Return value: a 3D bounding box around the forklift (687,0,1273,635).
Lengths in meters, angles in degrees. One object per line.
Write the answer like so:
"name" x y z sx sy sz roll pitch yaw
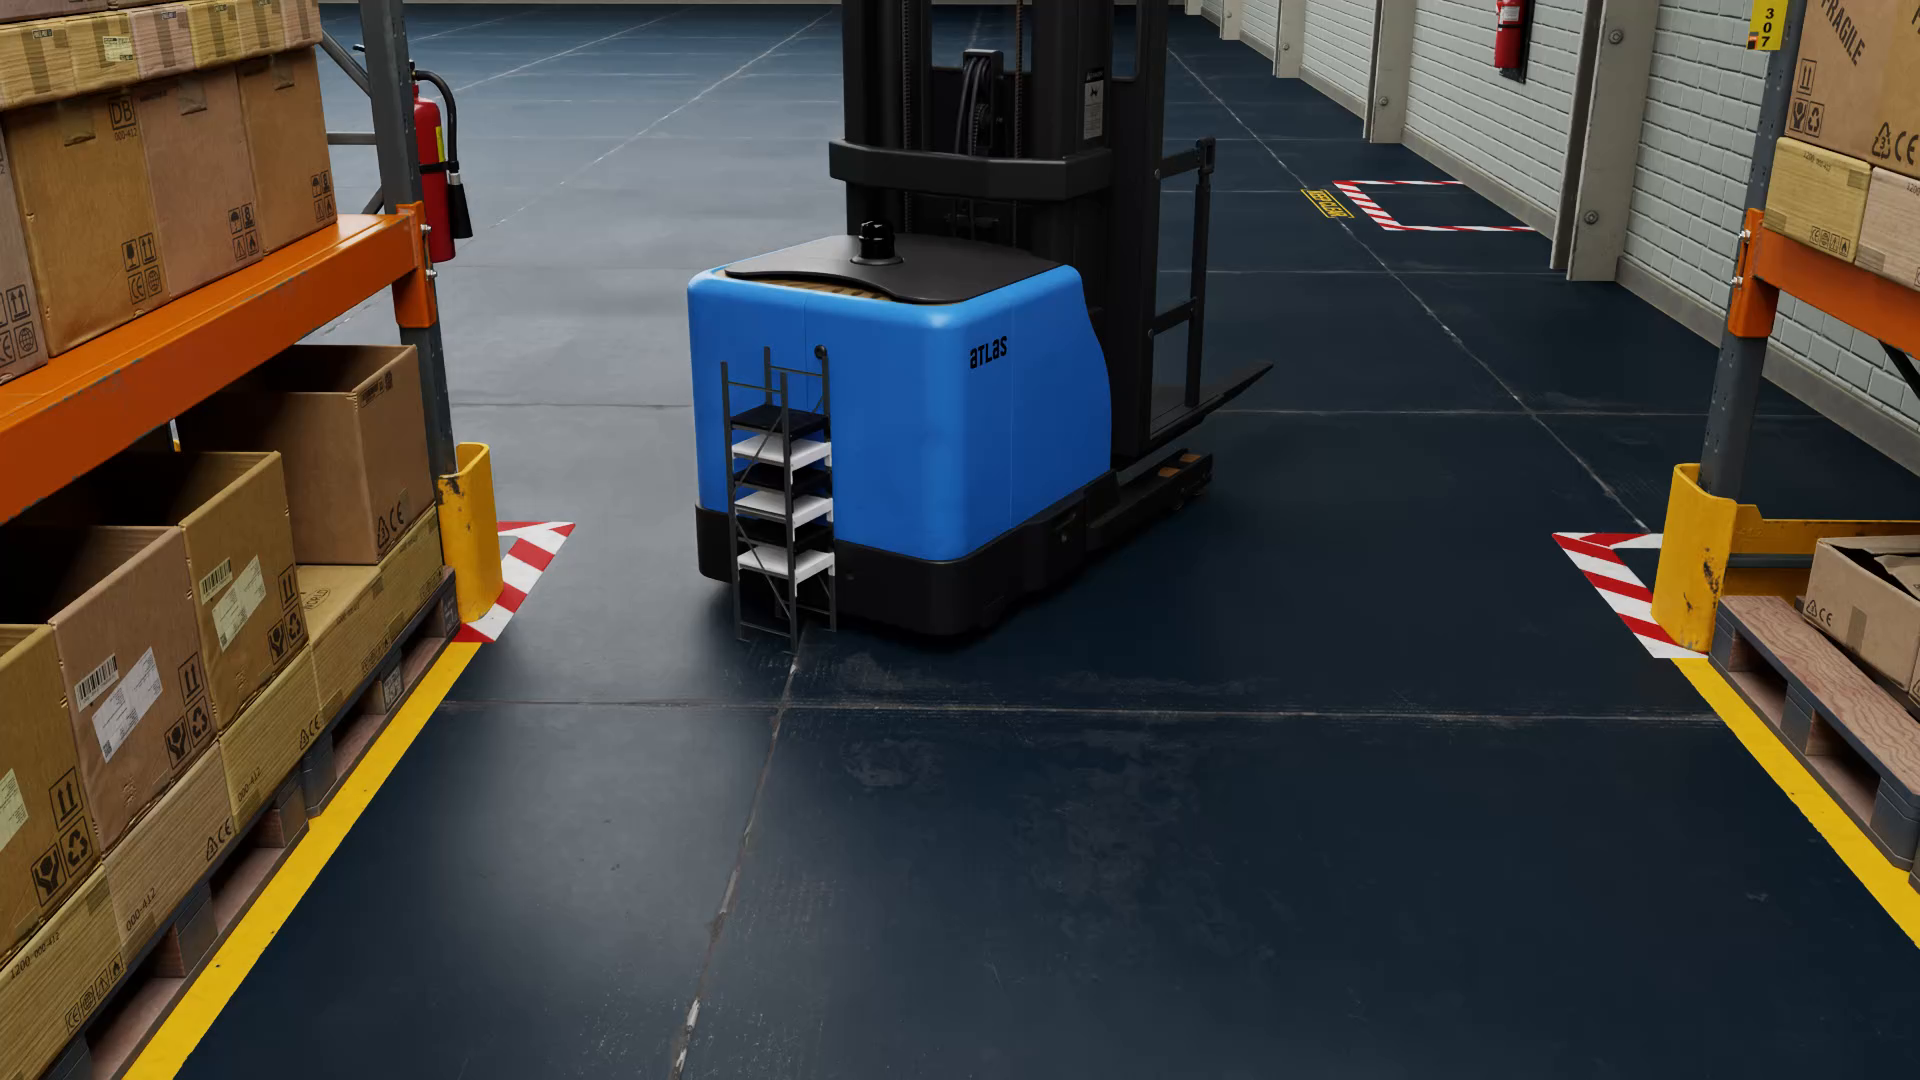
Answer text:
"forklift" 0.328 -1.558 5.992 1.130 2.935 3.031 13 25 29

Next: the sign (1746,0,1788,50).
"sign" 2.285 -1.544 4.666 0.100 0.325 0.005 1 21 2

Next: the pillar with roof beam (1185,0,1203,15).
"pillar with roof beam" 0.280 -14.563 31.123 9.100 9.000 0.400 1 21 2

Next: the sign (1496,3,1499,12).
"sign" 4.086 -4.150 12.529 0.001 0.329 0.234 1 21 2

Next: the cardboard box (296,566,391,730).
"cardboard box" -1.848 0.276 4.391 0.500 0.250 0.500 1 21 2

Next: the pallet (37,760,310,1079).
"pallet" -2.145 0.829 3.601 1.003 0.211 1.213 1 21 2

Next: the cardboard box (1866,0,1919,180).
"cardboard box" 2.487 -1.076 3.798 0.500 0.500 0.500 1 21 2

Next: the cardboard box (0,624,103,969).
"cardboard box" -1.889 0.469 2.858 0.500 0.500 0.500 1 21 2

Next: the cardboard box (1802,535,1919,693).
"cardboard box" 2.716 0.163 4.572 0.500 0.311 0.500 -2 21 -4

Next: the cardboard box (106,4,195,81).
"cardboard box" -1.969 -1.119 3.731 0.380 0.149 0.250 1 21 2

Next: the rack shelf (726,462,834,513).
"rack shelf" -0.548 -0.169 5.064 0.258 0.077 0.200 13 25 29

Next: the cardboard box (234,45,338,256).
"cardboard box" -2.151 -1.066 4.491 0.700 0.500 0.500 1 21 2

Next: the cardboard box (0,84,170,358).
"cardboard box" -2.183 -0.697 3.539 0.700 0.500 0.500 1 21 2

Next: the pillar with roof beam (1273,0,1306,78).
"pillar with roof beam" -0.085 -10.225 19.941 9.100 9.000 0.400 1 21 2

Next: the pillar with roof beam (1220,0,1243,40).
"pillar with roof beam" 0.098 -12.394 25.532 9.100 9.000 0.400 1 21 2

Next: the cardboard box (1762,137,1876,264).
"cardboard box" 2.495 -0.901 4.385 0.500 0.250 0.500 0 21 0

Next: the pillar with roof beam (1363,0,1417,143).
"pillar with roof beam" -0.267 -8.055 14.349 9.100 9.000 0.400 1 21 2

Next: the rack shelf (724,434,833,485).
"rack shelf" -0.548 -0.253 5.032 0.258 0.077 0.200 13 25 29

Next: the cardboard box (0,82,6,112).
"cardboard box" -1.990 -0.836 3.002 0.380 0.149 0.250 0 21 1

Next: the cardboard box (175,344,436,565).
"cardboard box" -1.843 -0.254 4.722 0.500 0.500 0.500 1 21 2

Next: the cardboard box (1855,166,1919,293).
"cardboard box" 2.494 -0.713 3.901 0.500 0.250 0.500 0 21 0

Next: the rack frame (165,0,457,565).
"rack frame" -2.124 -1.188 4.944 1.000 3.000 0.127 1 21 2

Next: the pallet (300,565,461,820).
"pallet" -2.106 0.389 4.735 1.003 0.211 1.213 1 21 2

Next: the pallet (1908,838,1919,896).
"pallet" 2.725 0.926 3.351 1.003 0.211 1.213 1 21 2

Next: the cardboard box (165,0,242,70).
"cardboard box" -1.960 -1.210 3.965 0.380 0.149 0.250 0 21 1

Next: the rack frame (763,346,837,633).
"rack frame" -0.495 -0.148 5.166 0.240 0.900 0.006 13 25 29

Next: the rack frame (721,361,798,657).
"rack frame" -0.602 -0.085 5.004 0.240 0.900 0.006 13 25 29

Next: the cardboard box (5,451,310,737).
"cardboard box" -1.859 0.107 3.790 0.500 0.500 0.500 1 21 2

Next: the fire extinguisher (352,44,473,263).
"fire extinguisher" -1.656 -1.190 5.055 0.296 0.674 0.183 1 21 2

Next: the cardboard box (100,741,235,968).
"cardboard box" -1.879 0.638 3.459 0.500 0.250 0.500 1 21 2

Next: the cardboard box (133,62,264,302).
"cardboard box" -2.162 -0.876 4.002 0.700 0.500 0.500 1 21 3

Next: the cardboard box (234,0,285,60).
"cardboard box" -1.952 -1.302 4.203 0.380 0.149 0.250 1 21 3

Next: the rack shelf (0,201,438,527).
"rack shelf" -2.185 -0.130 3.211 1.077 0.370 4.000 1 21 2

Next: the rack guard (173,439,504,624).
"rack guard" -2.123 -0.031 5.419 1.175 0.500 0.348 1 21 2

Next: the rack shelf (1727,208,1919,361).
"rack shelf" 2.767 -0.076 3.074 1.077 0.370 4.000 1 21 2

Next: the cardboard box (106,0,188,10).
"cardboard box" -2.163 -1.461 3.717 0.700 0.500 0.500 0 21 0

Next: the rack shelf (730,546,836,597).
"rack shelf" -0.548 0.082 5.162 0.258 0.077 0.200 13 25 29

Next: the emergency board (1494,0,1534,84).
"emergency board" 3.966 -3.935 12.023 0.194 1.169 0.643 1 21 2

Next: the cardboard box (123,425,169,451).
"cardboard box" -2.376 -0.079 4.271 0.500 0.500 0.500 1 21 2

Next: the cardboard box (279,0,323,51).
"cardboard box" -1.945 -1.397 4.447 0.380 0.149 0.250 0 21 1

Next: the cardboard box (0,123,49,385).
"cardboard box" -2.196 -0.506 3.049 0.700 0.500 0.500 1 21 3

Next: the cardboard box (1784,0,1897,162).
"cardboard box" 2.512 -1.255 4.259 0.500 0.500 0.500 1 21 2

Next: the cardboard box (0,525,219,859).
"cardboard box" -1.875 0.288 3.324 0.500 0.500 0.500 1 21 2

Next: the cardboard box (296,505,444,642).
"cardboard box" -1.845 0.095 4.857 0.500 0.250 0.500 1 21 2

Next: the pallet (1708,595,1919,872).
"pallet" 2.765 0.486 4.485 1.003 0.211 1.213 1 21 2

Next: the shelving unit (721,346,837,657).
"shelving unit" -0.548 -0.116 5.085 0.258 0.900 0.210 13 25 29

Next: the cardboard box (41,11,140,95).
"cardboard box" -1.977 -1.024 3.486 0.380 0.149 0.250 1 21 3

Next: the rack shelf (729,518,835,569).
"rack shelf" -0.548 -0.001 5.130 0.258 0.077 0.200 13 25 29

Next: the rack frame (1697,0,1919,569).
"rack frame" 2.827 -1.135 4.807 1.000 3.000 0.127 1 21 2

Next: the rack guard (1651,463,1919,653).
"rack guard" 2.825 0.058 5.189 1.175 0.500 0.348 1 21 2

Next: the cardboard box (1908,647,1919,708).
"cardboard box" 2.699 0.369 4.041 0.500 0.311 0.500 2 21 6

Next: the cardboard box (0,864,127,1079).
"cardboard box" -1.888 0.819 2.993 0.500 0.250 0.500 1 21 2

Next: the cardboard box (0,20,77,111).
"cardboard box" -1.983 -0.929 3.241 0.380 0.149 0.250 1 21 3

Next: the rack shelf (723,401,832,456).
"rack shelf" -0.548 -0.337 4.999 0.258 0.077 0.200 13 25 29

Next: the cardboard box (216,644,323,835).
"cardboard box" -1.862 0.457 3.925 0.500 0.250 0.500 1 21 2

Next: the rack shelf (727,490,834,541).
"rack shelf" -0.548 -0.085 5.097 0.258 0.077 0.200 13 25 29

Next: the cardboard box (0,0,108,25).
"cardboard box" -2.178 -1.279 3.247 0.700 0.500 0.500 1 21 2

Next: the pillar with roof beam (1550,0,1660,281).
"pillar with roof beam" -0.450 -5.886 8.758 9.100 9.000 0.400 1 21 2
